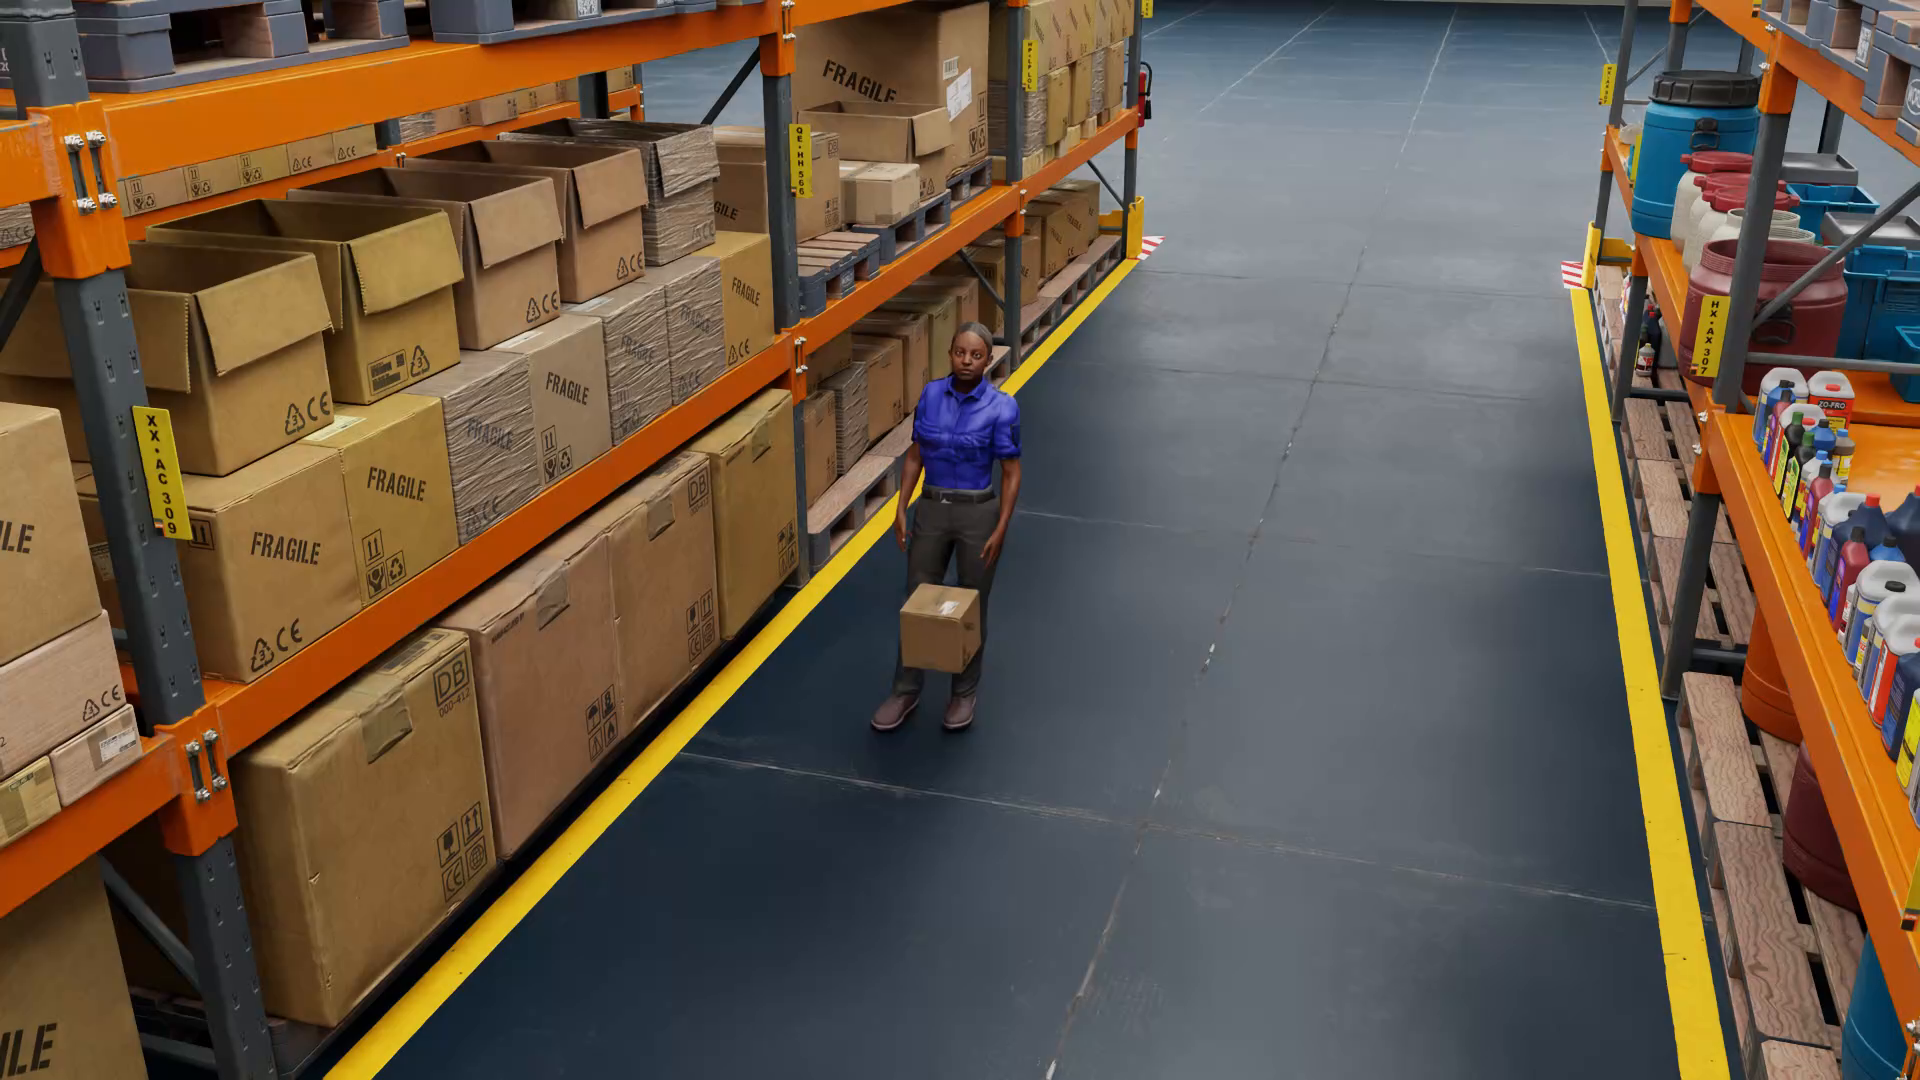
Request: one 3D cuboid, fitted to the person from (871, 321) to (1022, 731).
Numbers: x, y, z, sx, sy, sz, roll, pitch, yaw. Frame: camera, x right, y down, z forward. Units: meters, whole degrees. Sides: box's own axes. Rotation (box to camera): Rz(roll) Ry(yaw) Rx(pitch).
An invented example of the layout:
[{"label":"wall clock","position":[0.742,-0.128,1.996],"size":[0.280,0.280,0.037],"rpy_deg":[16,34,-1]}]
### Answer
[{"label":"person","position":[-0.047,-0.037,6.668],"size":[0.547,1.654,0.502],"rpy_deg":[8,23,18]}]
